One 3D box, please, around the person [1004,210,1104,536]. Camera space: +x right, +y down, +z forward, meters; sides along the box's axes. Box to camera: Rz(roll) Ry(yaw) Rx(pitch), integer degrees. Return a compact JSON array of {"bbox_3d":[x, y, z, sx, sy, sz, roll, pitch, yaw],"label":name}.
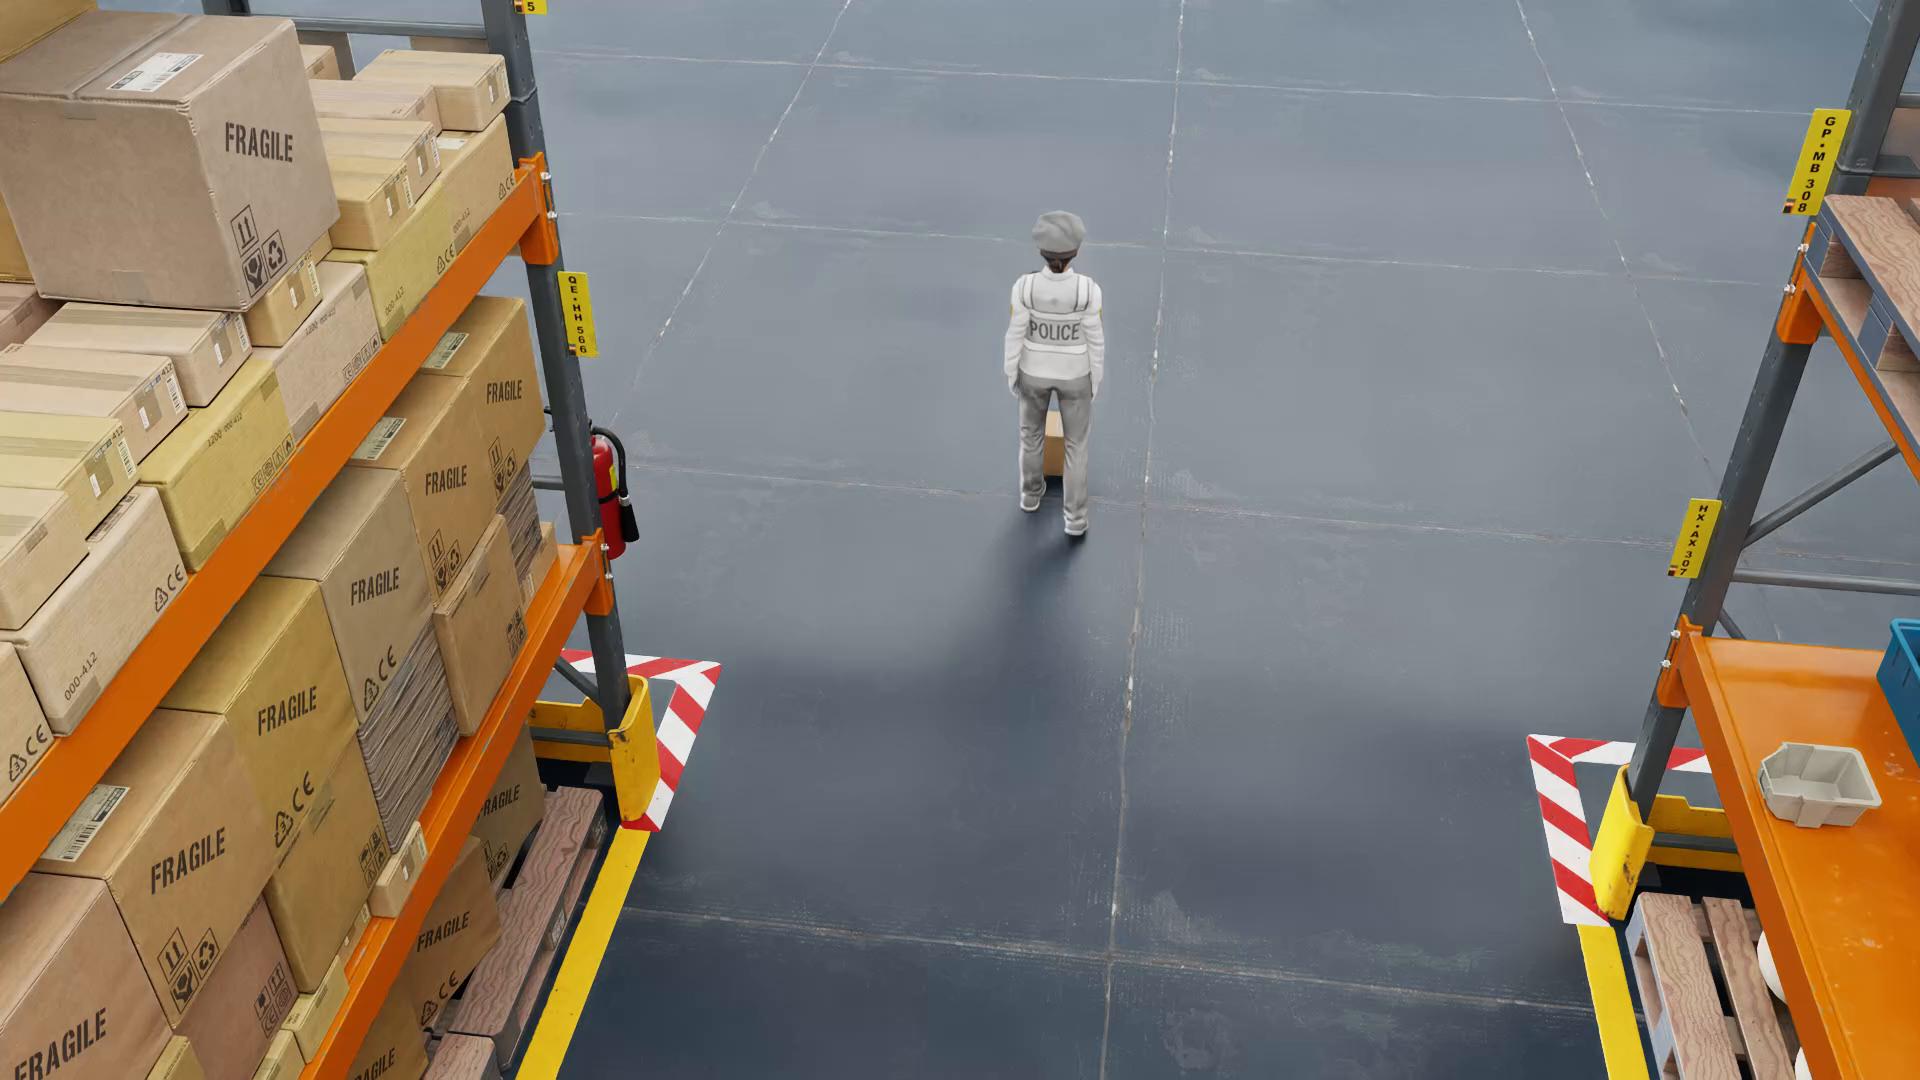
[{"bbox_3d":[0.460,-0.810,8.139,0.481,1.715,0.523,5,37,7],"label":"person"}]
